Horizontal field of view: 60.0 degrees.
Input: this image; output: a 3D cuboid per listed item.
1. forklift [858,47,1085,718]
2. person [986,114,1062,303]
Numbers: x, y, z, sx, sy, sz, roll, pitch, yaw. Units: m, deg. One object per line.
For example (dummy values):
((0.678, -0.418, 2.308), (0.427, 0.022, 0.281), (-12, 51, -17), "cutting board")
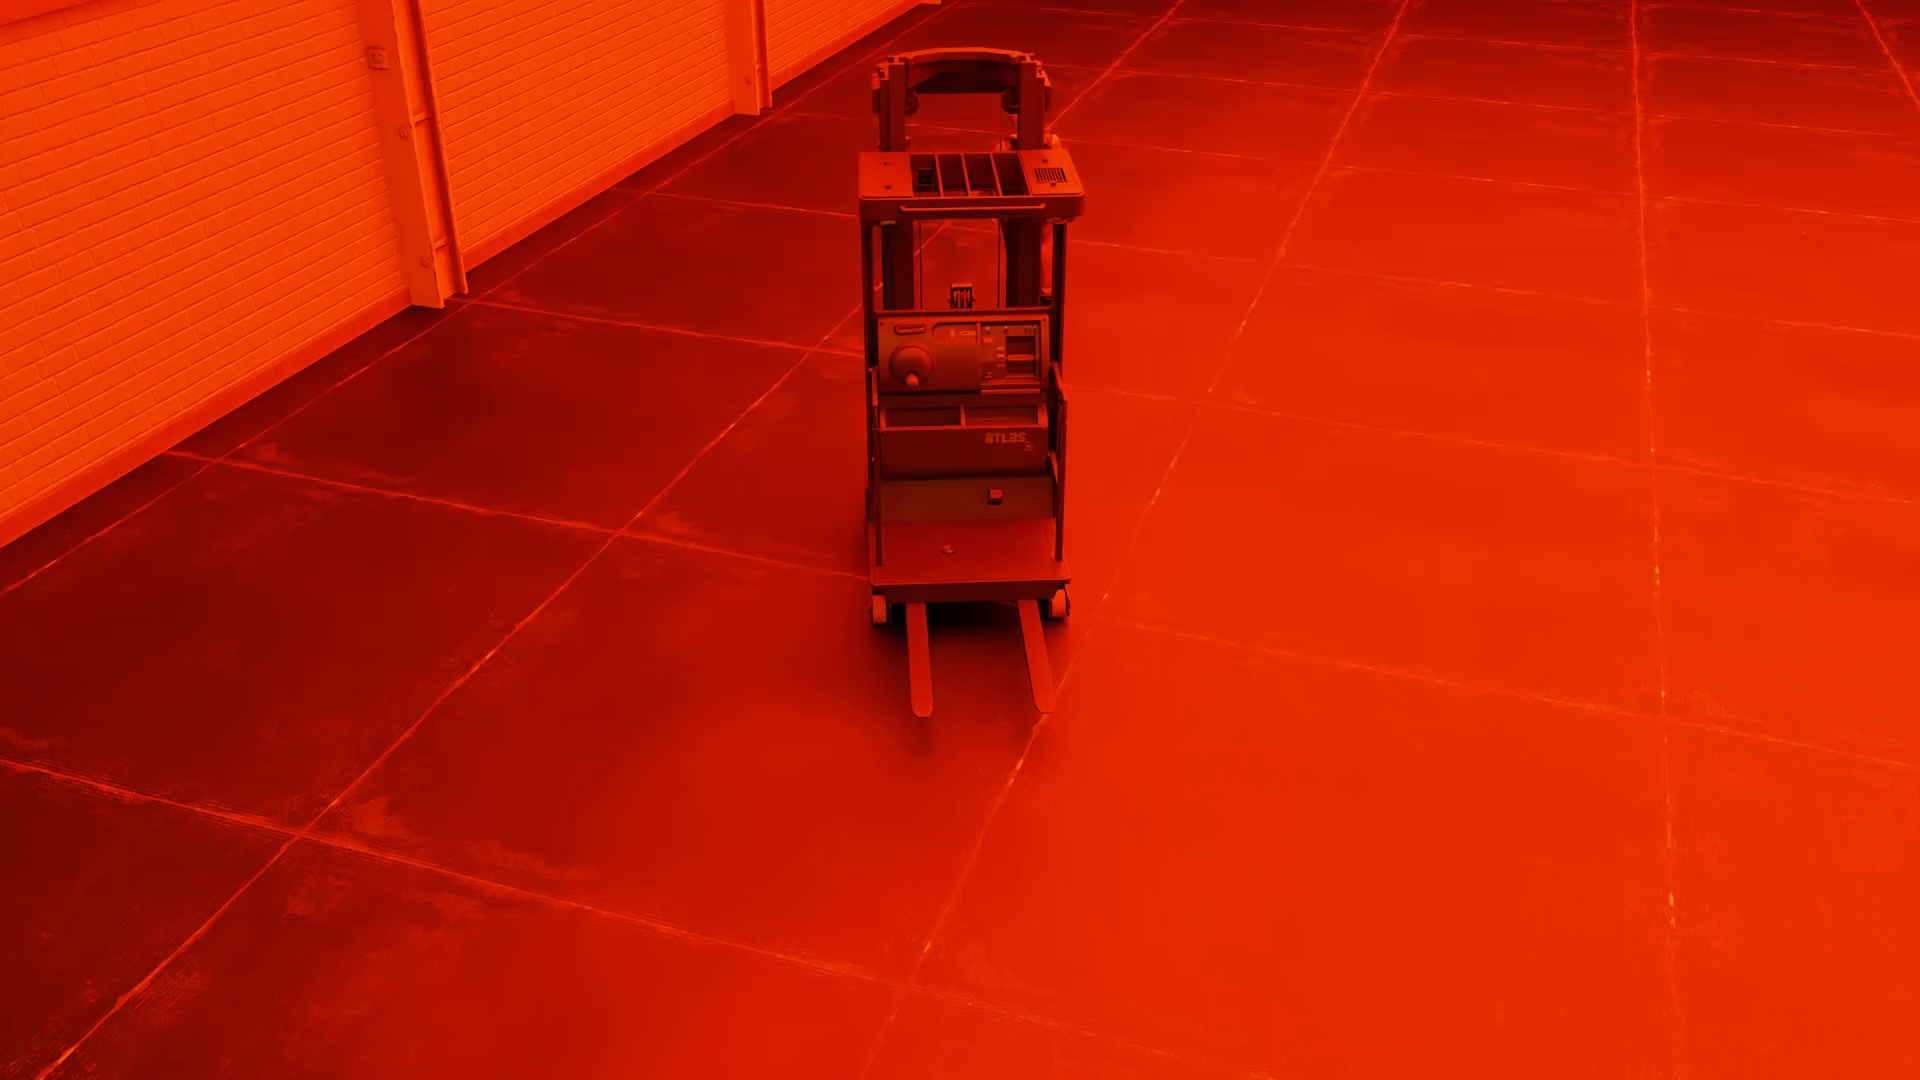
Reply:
((0.035, -0.972, 8.842), (1.130, 2.935, 3.031), (-2, 30, -3), "forklift")
((0.498, -2.613, 12.930), (0.634, 1.718, 0.578), (-6, 30, -11), "person")
